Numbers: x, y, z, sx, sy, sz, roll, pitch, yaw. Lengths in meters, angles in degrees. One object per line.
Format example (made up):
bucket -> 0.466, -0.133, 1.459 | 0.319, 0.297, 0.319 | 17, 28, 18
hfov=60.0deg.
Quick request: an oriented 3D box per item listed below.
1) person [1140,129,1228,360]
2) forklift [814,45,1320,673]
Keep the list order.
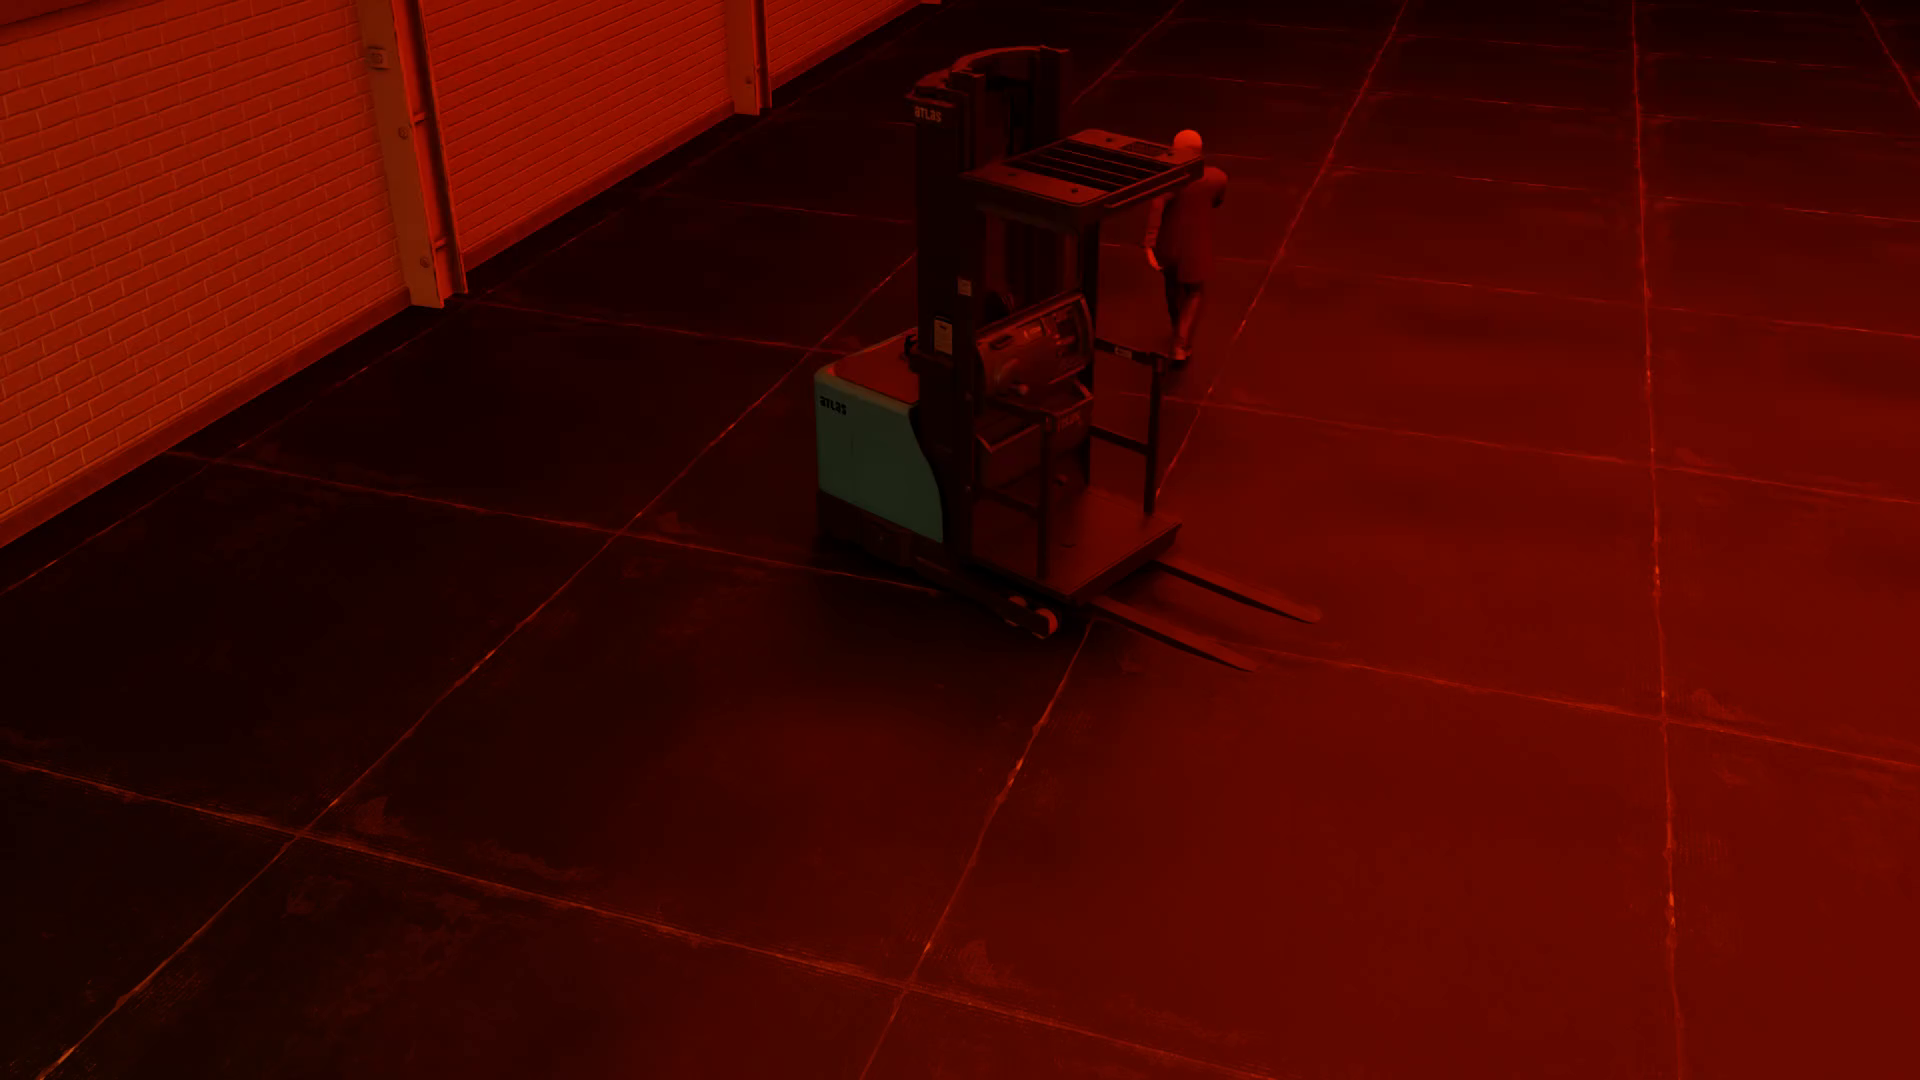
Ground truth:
person -> 1.640, -2.197, 12.285 | 0.607, 1.706, 1.007 | 4, 30, 6
forklift -> 0.572, -1.026, 8.935 | 3.031, 2.935, 1.130 | 23, 37, 35
